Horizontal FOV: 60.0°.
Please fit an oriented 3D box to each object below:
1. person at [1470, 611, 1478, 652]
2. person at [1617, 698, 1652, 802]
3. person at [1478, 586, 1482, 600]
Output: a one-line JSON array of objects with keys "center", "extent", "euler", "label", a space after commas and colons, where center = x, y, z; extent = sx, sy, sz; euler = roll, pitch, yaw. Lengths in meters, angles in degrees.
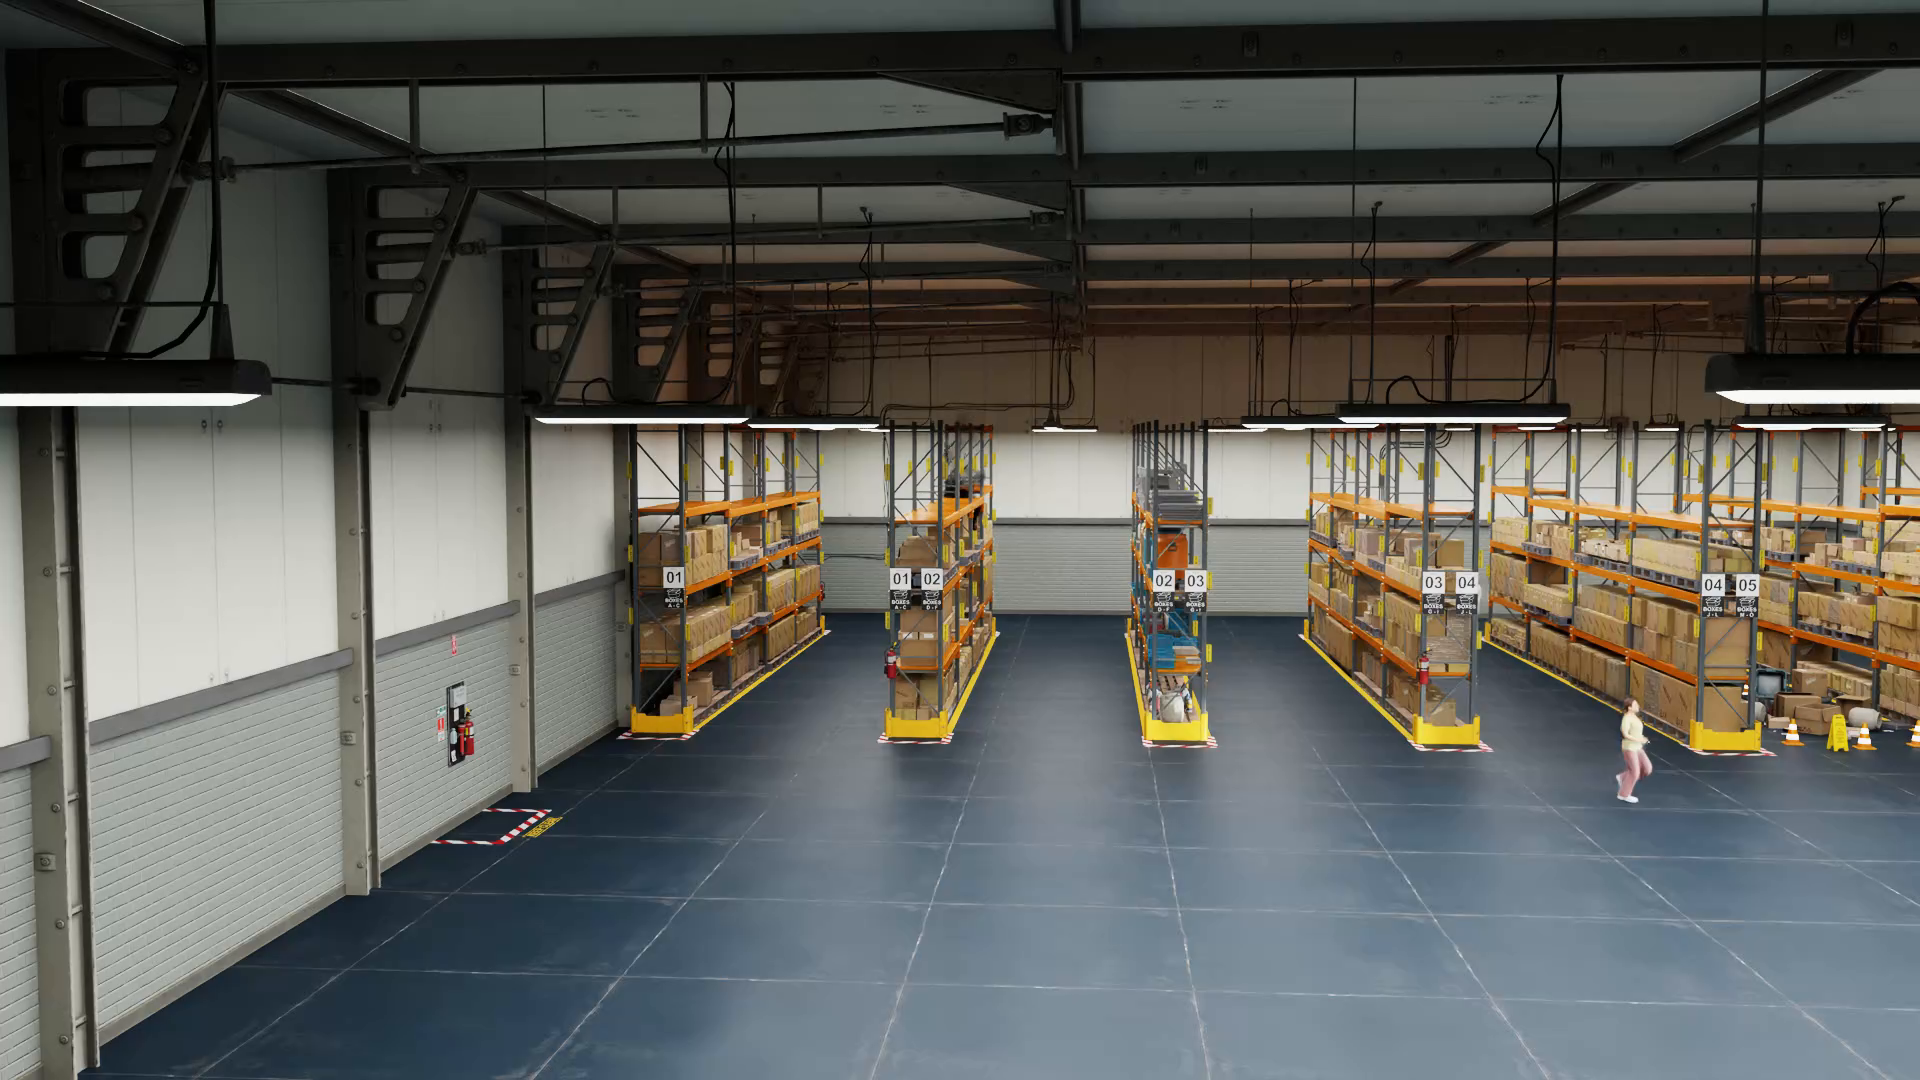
[{"center": [13.258, 2.183, 43.482], "extent": [0.537, 1.598, 0.824], "euler": [0, 4, 6], "label": "person"}, {"center": [10.502, 3.267, 25.930], "extent": [0.539, 1.631, 0.574], "euler": [3, 5, 39], "label": "person"}, {"center": [14.560, 1.895, 47.379], "extent": [0.617, 1.779, 0.800], "euler": [-1, 4, -13], "label": "person"}]
